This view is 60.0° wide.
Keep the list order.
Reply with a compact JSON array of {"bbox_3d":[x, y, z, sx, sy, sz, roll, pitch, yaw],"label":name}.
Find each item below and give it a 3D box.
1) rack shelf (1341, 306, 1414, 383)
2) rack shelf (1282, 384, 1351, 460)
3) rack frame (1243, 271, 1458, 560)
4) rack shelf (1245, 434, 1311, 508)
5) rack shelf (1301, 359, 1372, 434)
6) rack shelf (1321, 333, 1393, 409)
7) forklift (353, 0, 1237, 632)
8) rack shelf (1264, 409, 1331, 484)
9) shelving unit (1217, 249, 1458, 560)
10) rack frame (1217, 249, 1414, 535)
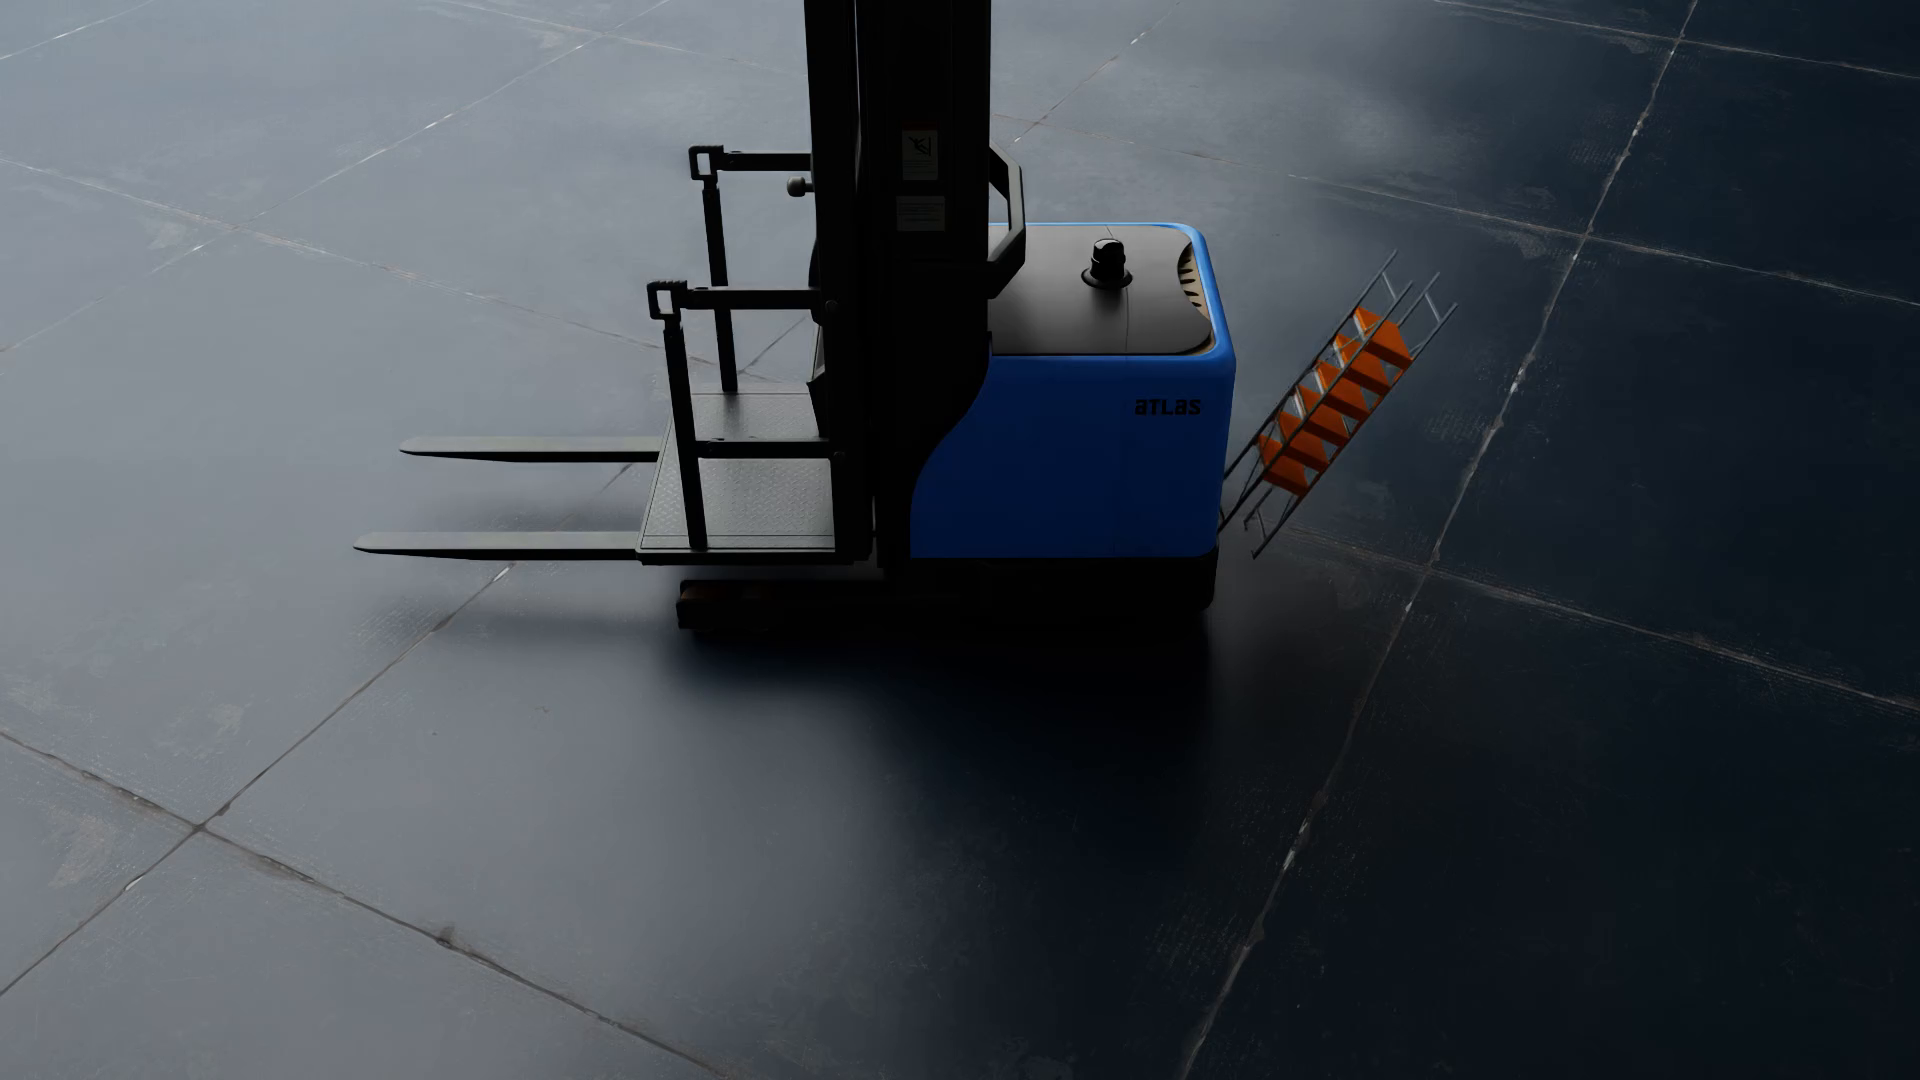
[{"bbox_3d":[1.435,-0.682,5.736,0.180,0.103,0.258,22,33,-17],"label":"rack shelf"},{"bbox_3d":[1.266,-0.427,5.926,0.180,0.103,0.258,22,33,-17],"label":"rack shelf"},{"bbox_3d":[1.367,-0.425,5.930,0.006,1.200,0.240,22,33,-17],"label":"rack frame"},{"bbox_3d":[1.153,-0.257,6.053,0.180,0.103,0.258,22,33,-17],"label":"rack shelf"},{"bbox_3d":[1.322,-0.512,5.863,0.180,0.103,0.258,22,33,-17],"label":"rack shelf"},{"bbox_3d":[1.378,-0.597,5.800,0.180,0.103,0.258,22,33,-17],"label":"rack shelf"},{"bbox_3d":[-0.622,-1.167,5.363,3.031,2.935,1.130,0,37,0],"label":"forklift"},{"bbox_3d":[1.209,-0.342,5.990,0.180,0.103,0.258,22,33,-17],"label":"rack shelf"},{"bbox_3d":[1.286,-0.459,5.903,0.189,1.200,0.258,22,33,-17],"label":"shelving unit"},{"bbox_3d":[1.206,-0.492,5.876,0.006,1.200,0.240,22,33,-17],"label":"rack frame"}]
